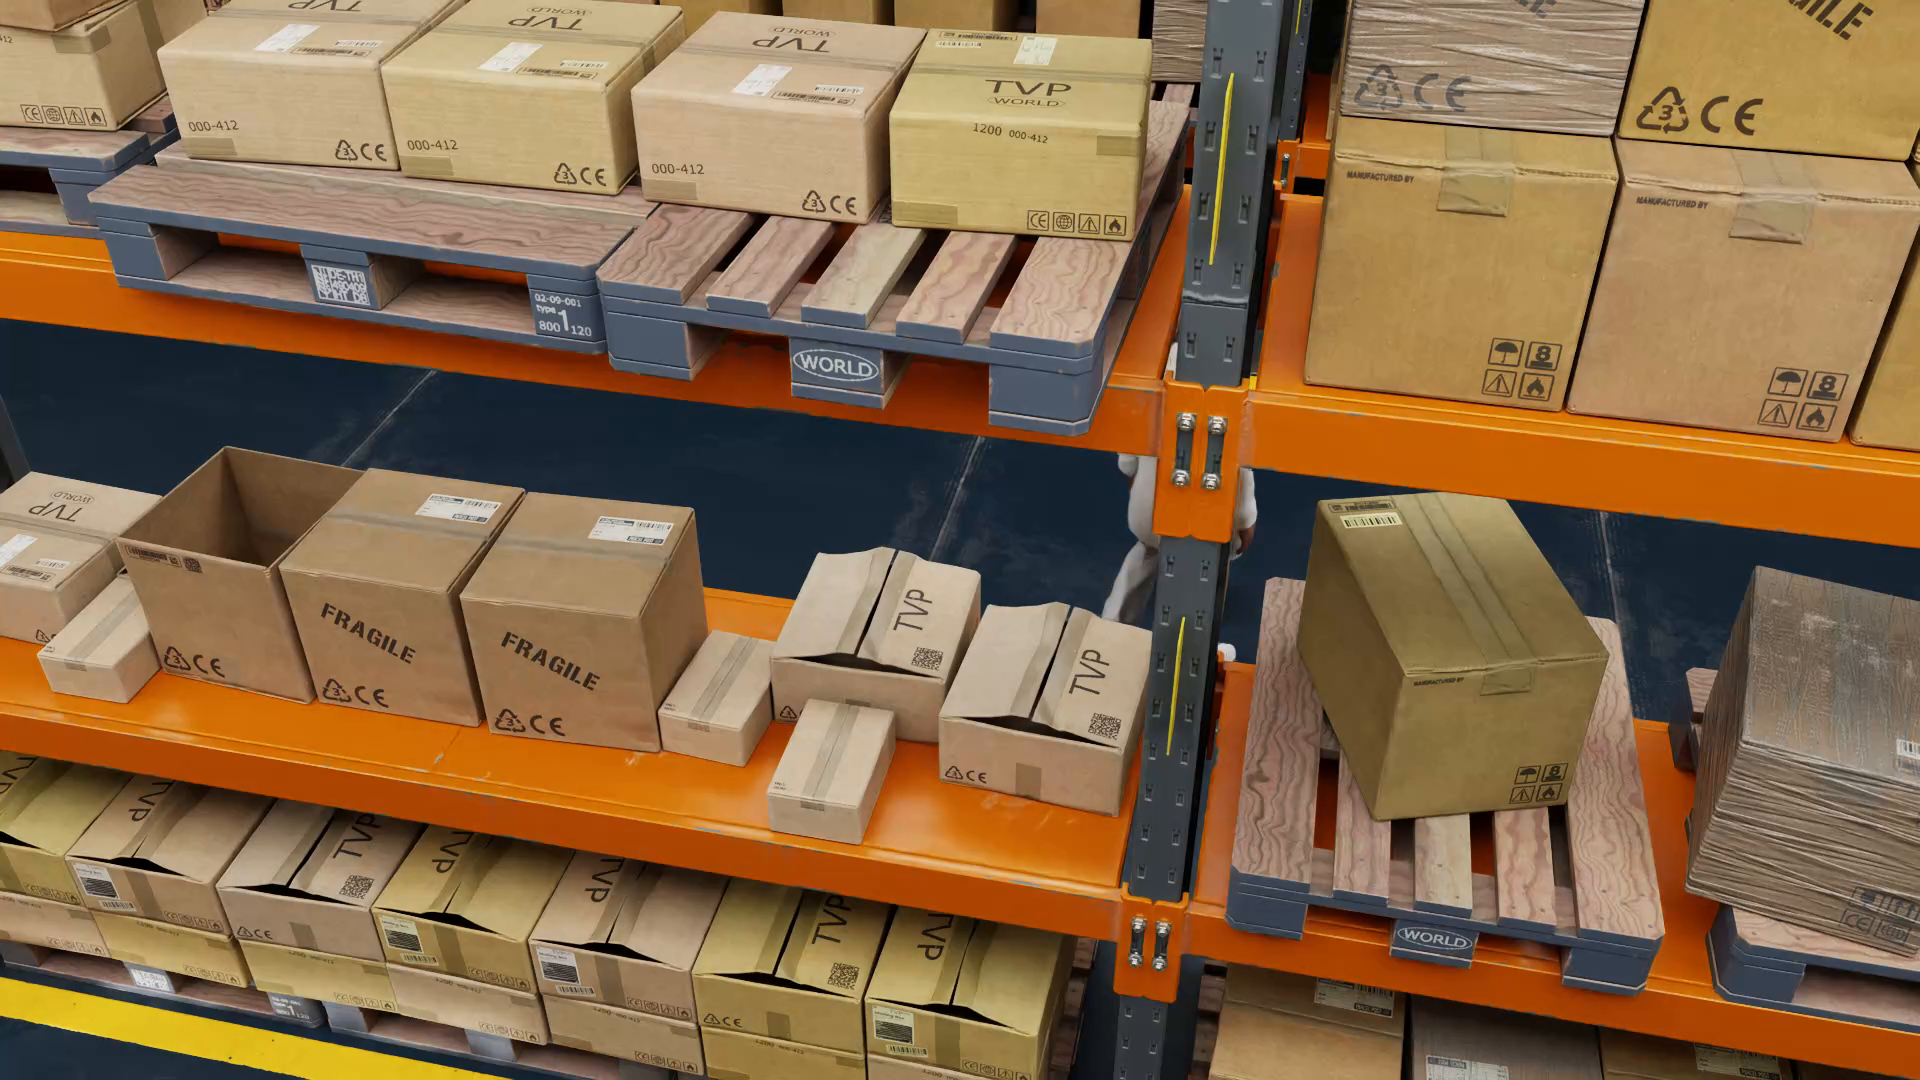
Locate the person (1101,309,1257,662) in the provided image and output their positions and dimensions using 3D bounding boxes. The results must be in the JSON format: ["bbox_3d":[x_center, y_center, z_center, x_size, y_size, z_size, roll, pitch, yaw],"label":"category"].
[{"bbox_3d":[0.872,-0.160,6.397,0.636,1.825,0.508,27,44,32],"label":"person"}]
